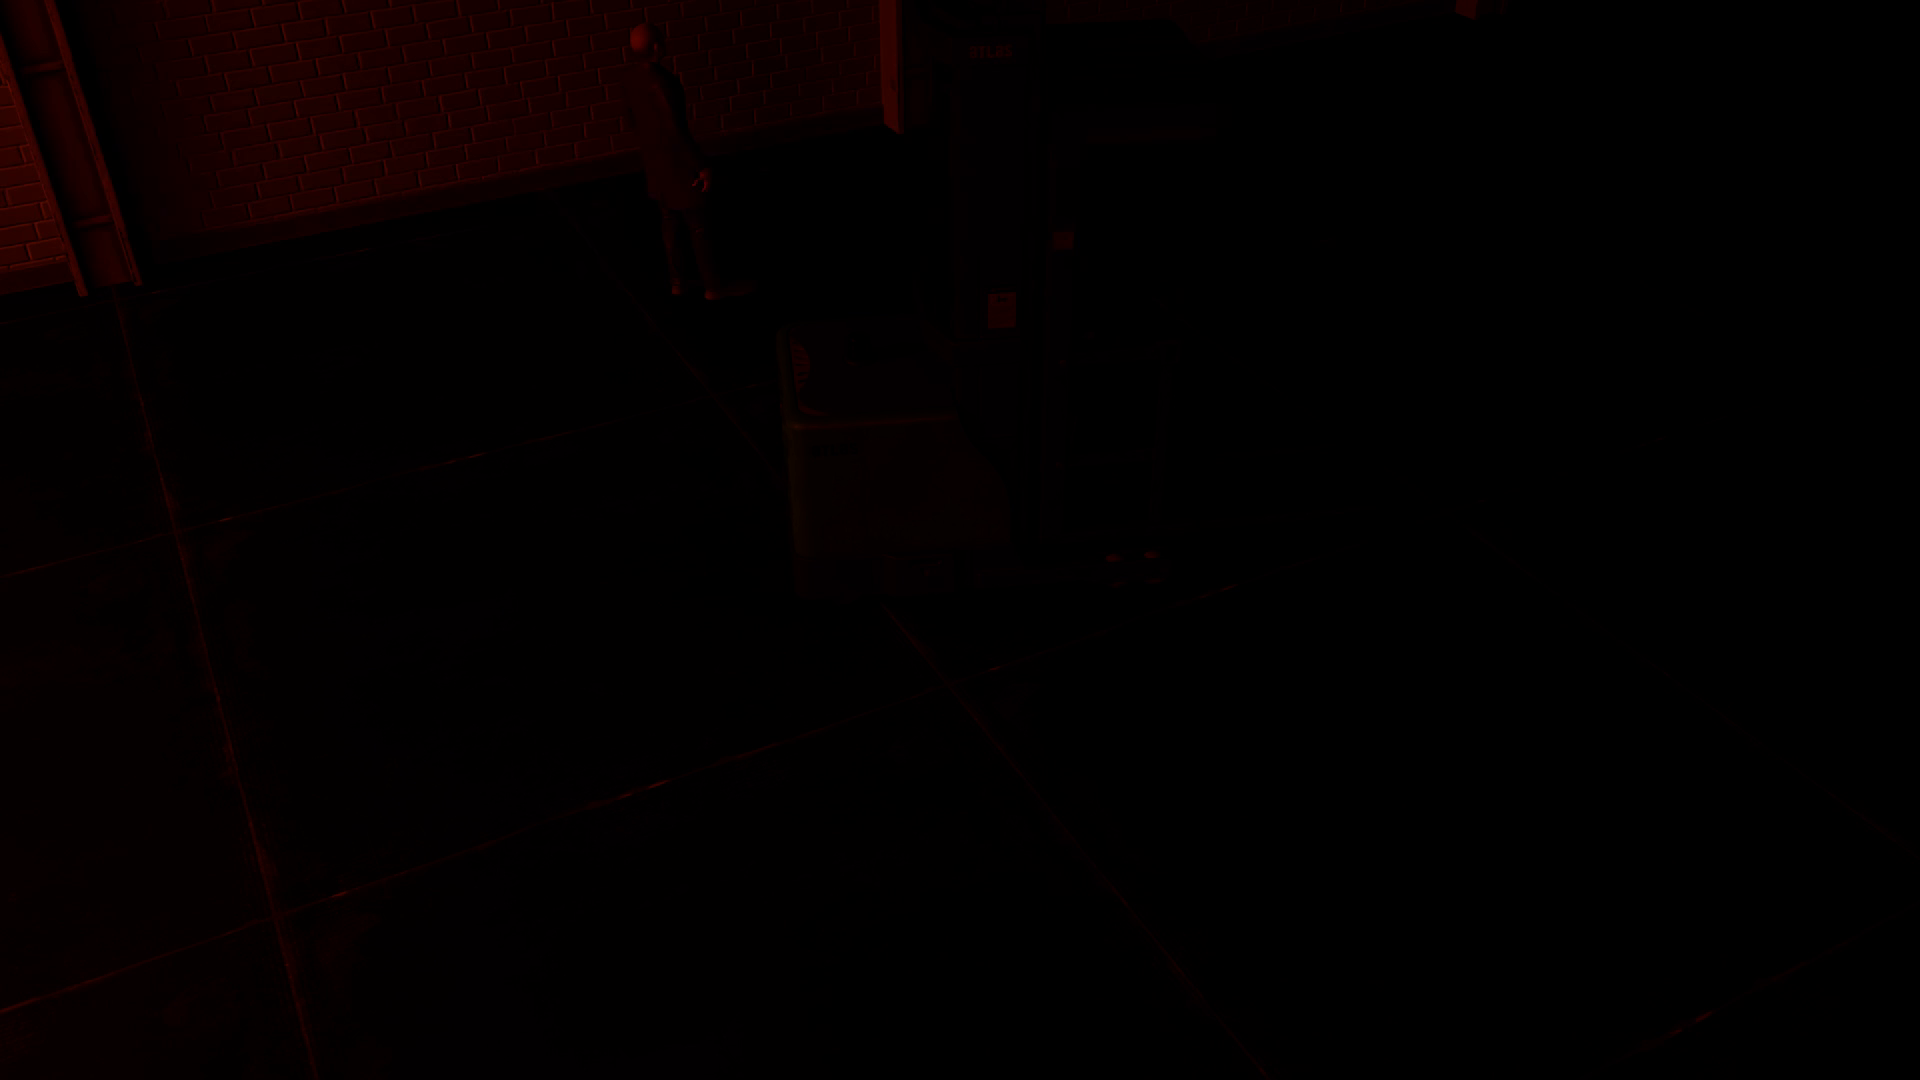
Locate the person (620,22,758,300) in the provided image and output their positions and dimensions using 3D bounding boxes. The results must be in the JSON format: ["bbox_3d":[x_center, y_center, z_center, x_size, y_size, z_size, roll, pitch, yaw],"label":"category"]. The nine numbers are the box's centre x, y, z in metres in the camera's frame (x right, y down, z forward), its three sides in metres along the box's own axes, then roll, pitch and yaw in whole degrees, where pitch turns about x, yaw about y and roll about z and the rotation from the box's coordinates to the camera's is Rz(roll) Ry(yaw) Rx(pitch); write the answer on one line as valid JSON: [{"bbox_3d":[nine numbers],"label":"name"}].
[{"bbox_3d":[-1.737,-2.404,10.511,0.583,1.776,0.695,-28,44,-33],"label":"person"}]

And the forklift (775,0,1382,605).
[{"bbox_3d":[0.622,-1.261,7.907,3.031,2.935,1.130,-5,36,-7],"label":"forklift"}]
